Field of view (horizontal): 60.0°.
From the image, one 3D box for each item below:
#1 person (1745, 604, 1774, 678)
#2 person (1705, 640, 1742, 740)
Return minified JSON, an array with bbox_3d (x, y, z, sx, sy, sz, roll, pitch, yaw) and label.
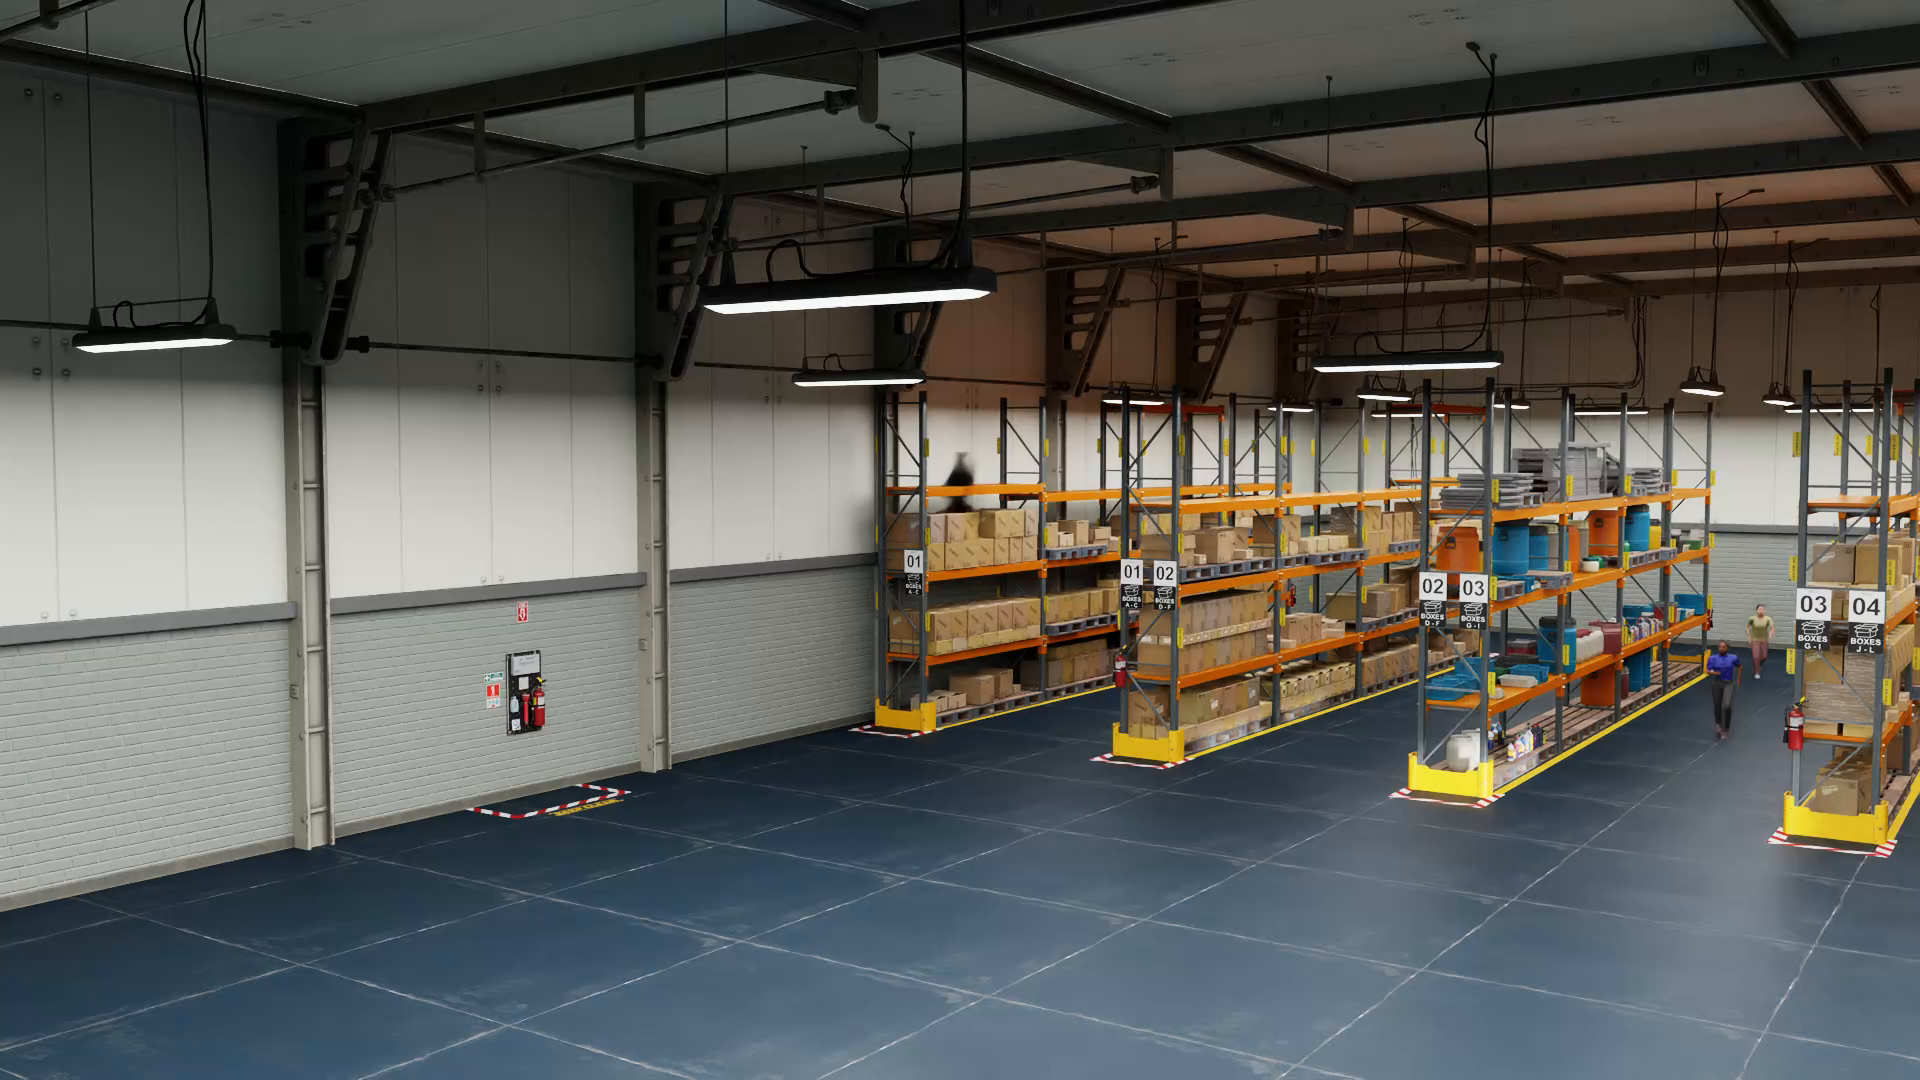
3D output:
[{"bbox_3d":[17.401,2.200,36.185,0.567,1.620,0.656,1,3,16],"label":"person"},{"bbox_3d":[13.188,2.587,28.741,0.561,1.701,0.847,2,4,27],"label":"person"}]
